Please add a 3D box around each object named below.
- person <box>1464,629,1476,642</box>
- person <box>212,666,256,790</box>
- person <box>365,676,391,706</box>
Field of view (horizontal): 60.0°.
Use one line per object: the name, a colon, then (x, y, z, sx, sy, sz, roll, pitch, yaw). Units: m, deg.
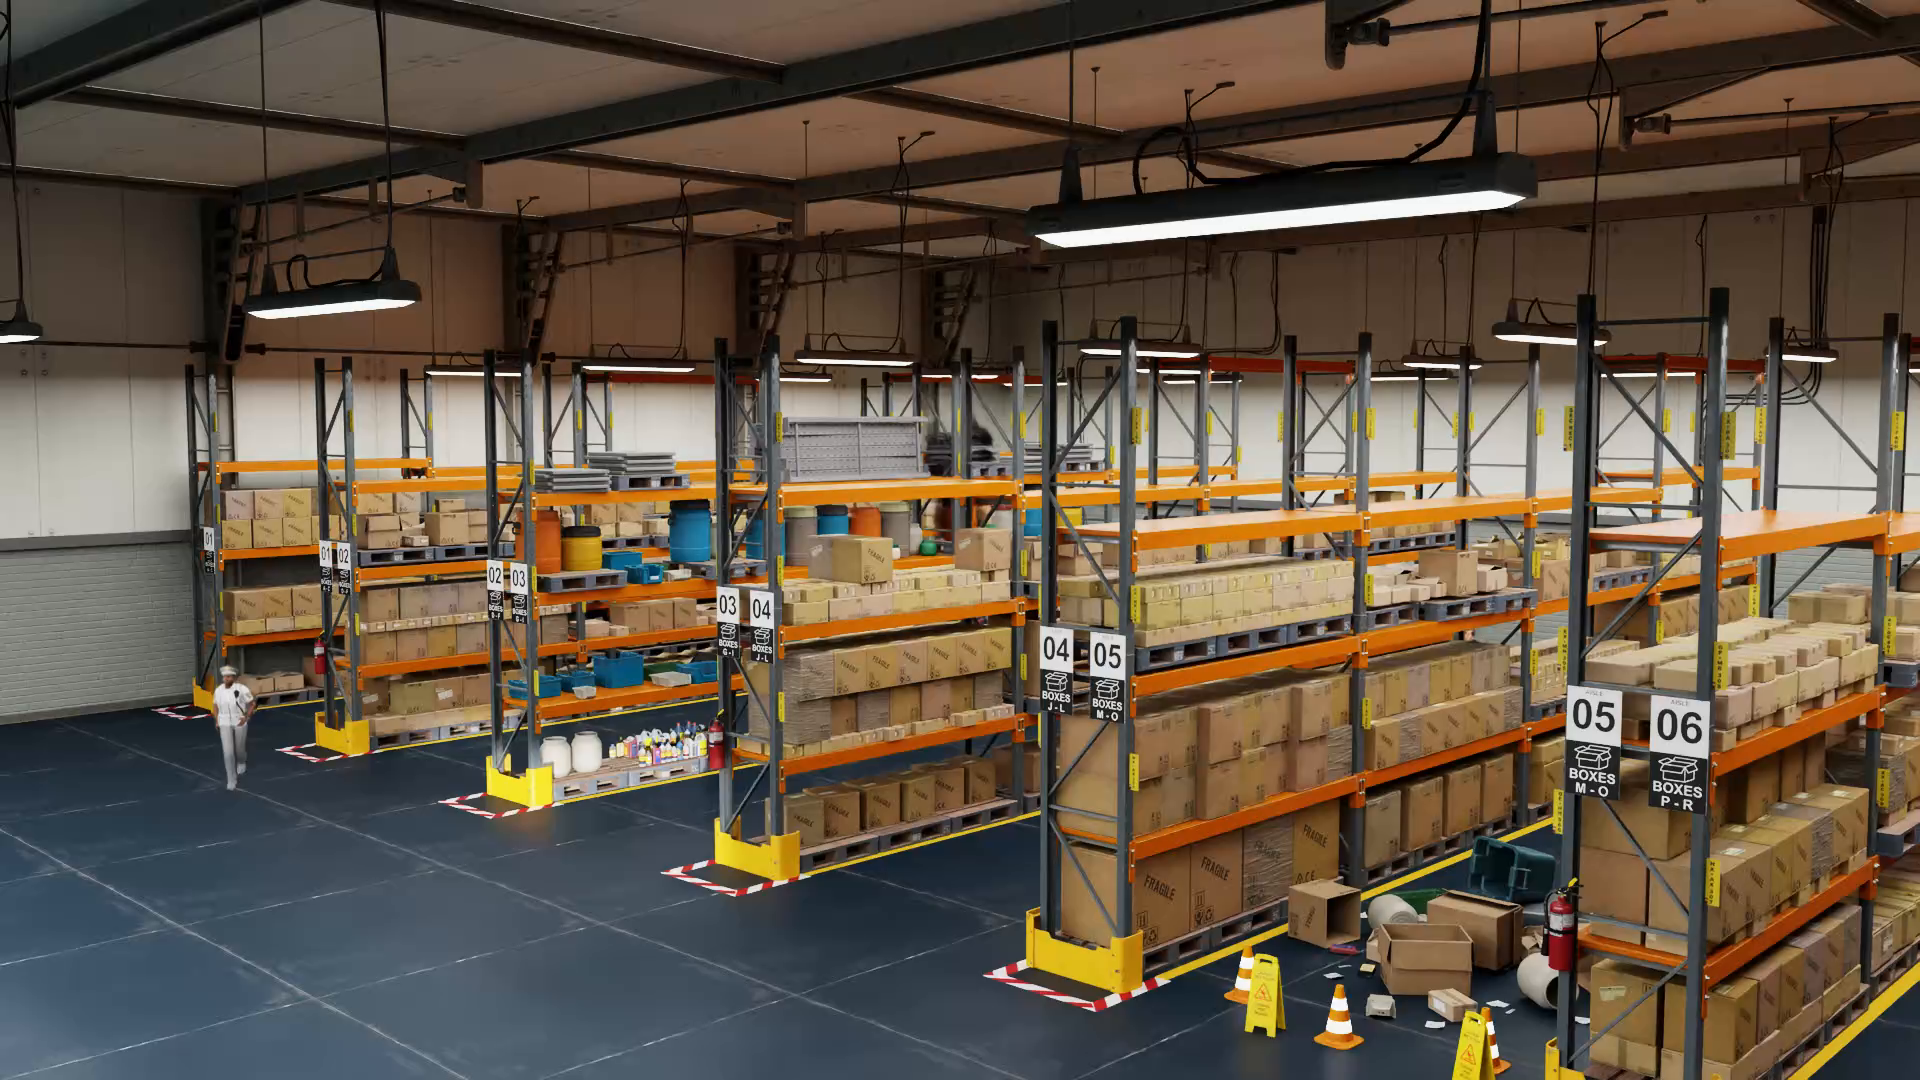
person: (8.307, 2.253, 27.301, 0.630, 1.637, 0.650, 3, 5, 34)
person: (-10.065, 2.569, 23.084, 0.578, 1.714, 0.737, -1, 4, -12)
person: (-9.679, 2.253, 27.411, 0.576, 1.620, 0.734, 4, 6, 43)
